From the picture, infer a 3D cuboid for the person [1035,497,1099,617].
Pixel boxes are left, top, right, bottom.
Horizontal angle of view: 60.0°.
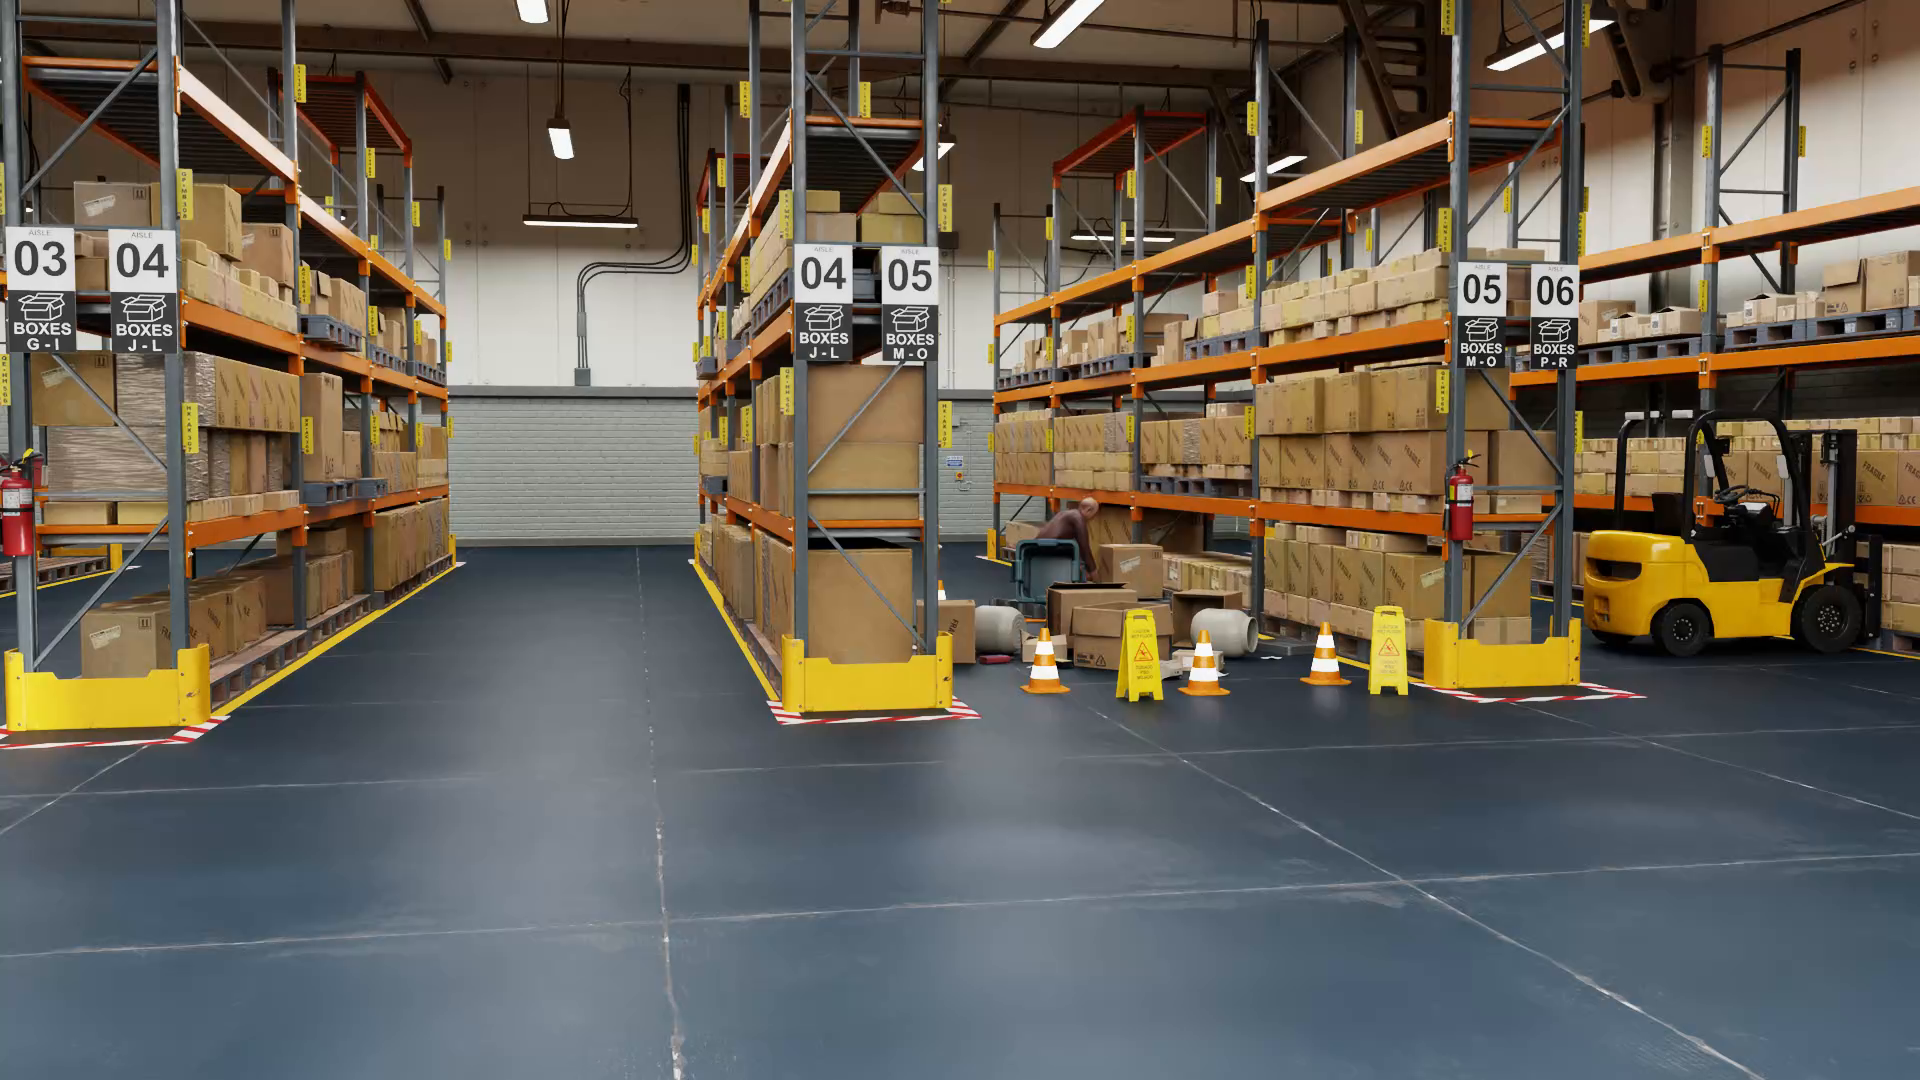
[{"bbox_3d":[1.124,0.196,17.912,0.775,1.306,0.632,-1,3,-11],"label":"person"}]
